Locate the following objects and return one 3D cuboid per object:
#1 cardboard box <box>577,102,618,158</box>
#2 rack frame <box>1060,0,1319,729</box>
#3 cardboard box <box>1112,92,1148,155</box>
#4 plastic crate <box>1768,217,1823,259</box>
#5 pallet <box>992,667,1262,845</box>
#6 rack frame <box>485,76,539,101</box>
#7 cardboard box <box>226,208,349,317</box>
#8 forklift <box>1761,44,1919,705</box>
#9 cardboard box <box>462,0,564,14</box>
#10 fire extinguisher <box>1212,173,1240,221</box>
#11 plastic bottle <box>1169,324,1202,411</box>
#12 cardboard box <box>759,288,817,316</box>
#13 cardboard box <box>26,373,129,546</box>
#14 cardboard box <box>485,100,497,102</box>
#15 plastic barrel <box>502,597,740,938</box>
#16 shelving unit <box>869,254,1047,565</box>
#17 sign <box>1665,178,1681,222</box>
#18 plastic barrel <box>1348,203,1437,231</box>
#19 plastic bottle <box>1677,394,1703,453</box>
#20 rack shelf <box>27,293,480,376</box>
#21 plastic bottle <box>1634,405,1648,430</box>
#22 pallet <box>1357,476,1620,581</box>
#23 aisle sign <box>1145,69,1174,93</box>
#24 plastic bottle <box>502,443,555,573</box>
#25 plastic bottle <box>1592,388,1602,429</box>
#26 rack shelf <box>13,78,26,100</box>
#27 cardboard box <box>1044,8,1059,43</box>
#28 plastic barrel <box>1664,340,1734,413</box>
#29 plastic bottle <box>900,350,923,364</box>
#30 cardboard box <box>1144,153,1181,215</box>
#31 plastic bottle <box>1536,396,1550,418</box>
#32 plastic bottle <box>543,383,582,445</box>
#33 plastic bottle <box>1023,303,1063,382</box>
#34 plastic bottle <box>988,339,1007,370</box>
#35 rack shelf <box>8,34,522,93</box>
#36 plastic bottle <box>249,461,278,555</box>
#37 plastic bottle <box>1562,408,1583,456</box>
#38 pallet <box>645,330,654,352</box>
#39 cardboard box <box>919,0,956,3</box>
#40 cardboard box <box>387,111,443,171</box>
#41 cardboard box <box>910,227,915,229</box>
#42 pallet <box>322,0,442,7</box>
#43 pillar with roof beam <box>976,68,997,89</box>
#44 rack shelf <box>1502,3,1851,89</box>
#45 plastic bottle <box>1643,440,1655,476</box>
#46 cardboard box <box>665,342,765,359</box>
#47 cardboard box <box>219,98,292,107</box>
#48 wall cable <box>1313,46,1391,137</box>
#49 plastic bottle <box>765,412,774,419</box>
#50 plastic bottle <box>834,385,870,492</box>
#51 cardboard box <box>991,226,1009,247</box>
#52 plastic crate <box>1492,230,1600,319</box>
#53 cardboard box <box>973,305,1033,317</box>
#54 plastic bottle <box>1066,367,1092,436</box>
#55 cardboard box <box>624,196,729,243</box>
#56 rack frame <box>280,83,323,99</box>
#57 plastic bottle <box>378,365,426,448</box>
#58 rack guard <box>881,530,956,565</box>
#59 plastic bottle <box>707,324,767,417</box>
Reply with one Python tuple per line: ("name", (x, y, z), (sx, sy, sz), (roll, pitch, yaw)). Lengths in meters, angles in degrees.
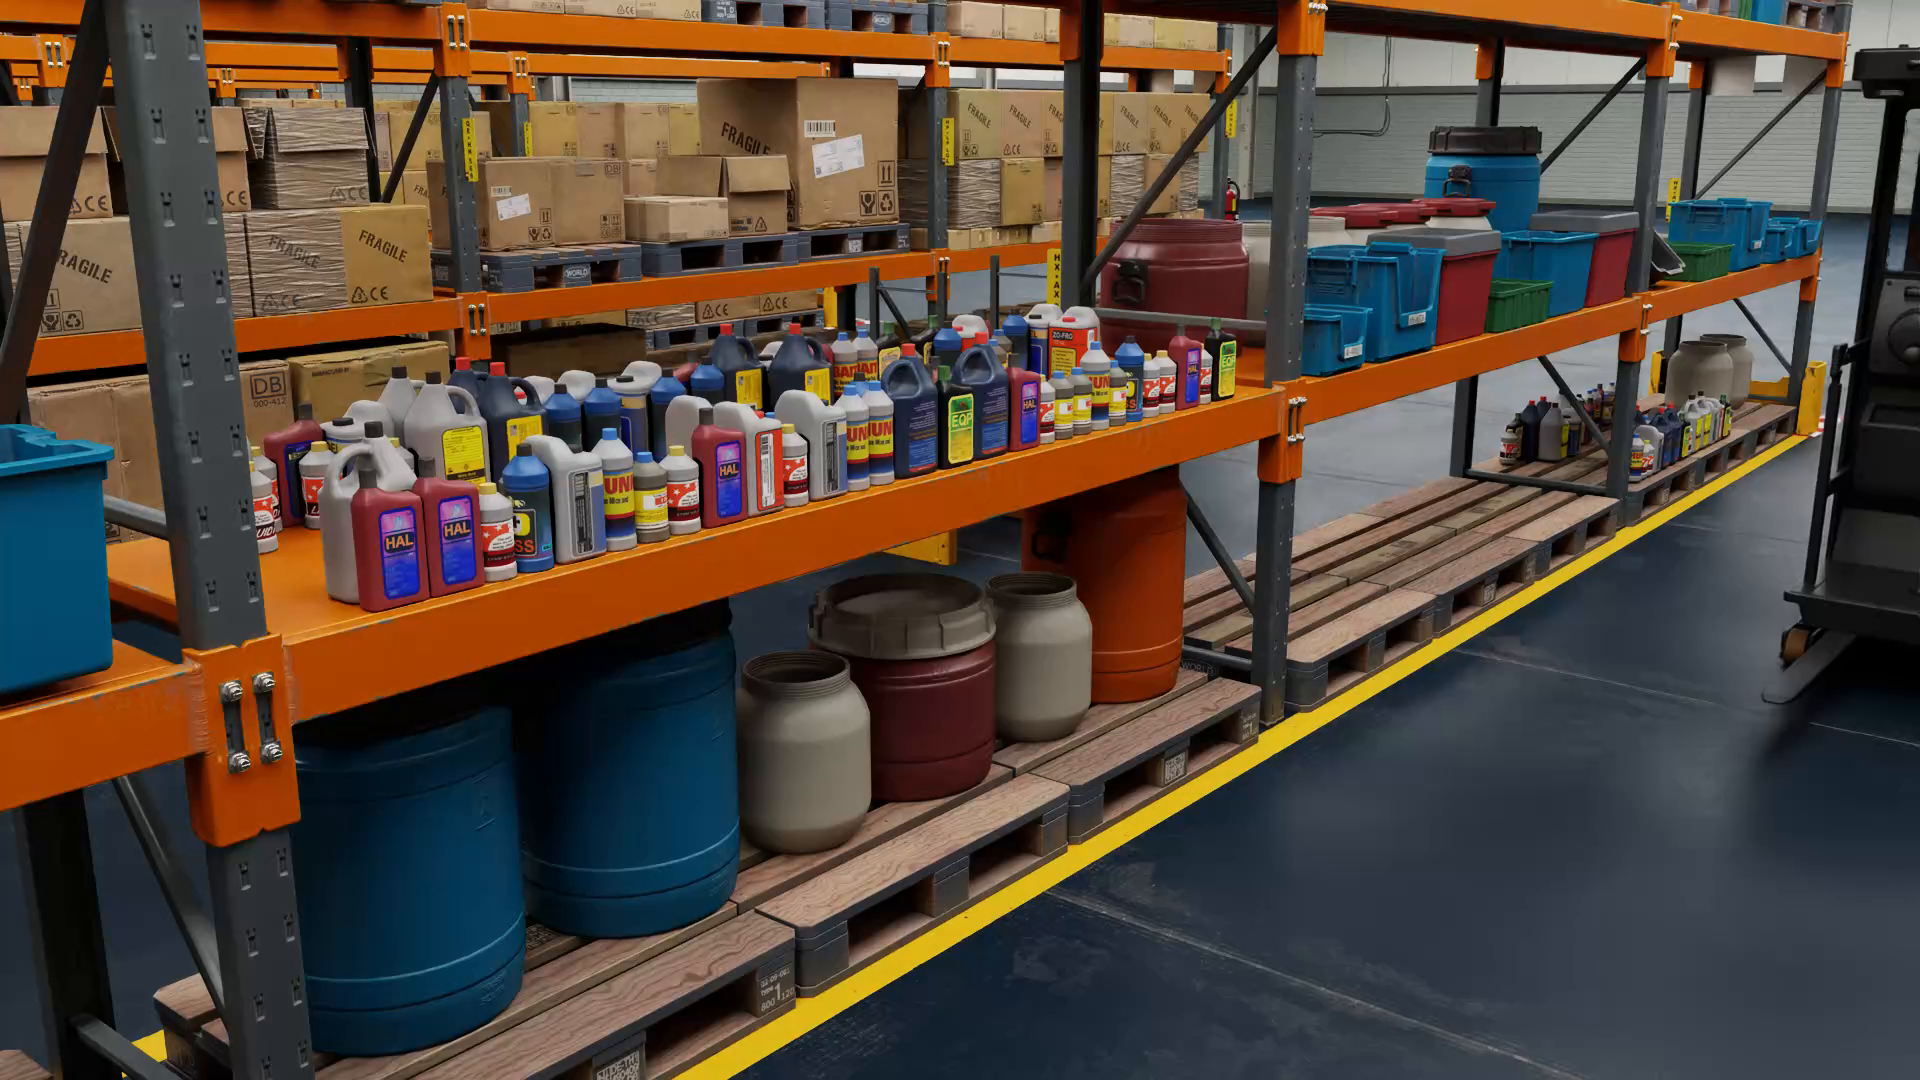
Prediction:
("cardboard box", (-3.800, -3.931, 16.007), (0.875, 0.550, 0.550), (11, 18, 38))
("rack frame", (0.819, -0.827, 6.285), (1.000, 3.000, 0.127), (11, 18, 38))
("cardboard box", (1.215, -3.467, 13.840), (0.500, 0.500, 0.500), (11, 18, 38))
("plastic crate", (5.765, -2.145, 11.775), (0.499, 0.251, 0.616), (11, 18, 38))
("pallet", (0.356, 0.682, 6.009), (1.003, 0.211, 1.213), (11, 18, 38))
("rack frame", (-5.713, -4.659, 21.370), (1.000, 3.000, 0.127), (11, 18, 38))
("cardboard box", (-3.469, -1.414, 8.395), (0.500, 0.500, 0.500), (11, 18, 37))
("forklift", (4.102, -0.865, 6.575), (1.130, 2.935, 3.031), (12, 18, 38))
("cardboard box", (-2.540, -3.025, 9.151), (0.500, 0.250, 0.500), (12, 18, 39))
("fire extinguisher", (2.425, -3.038, 15.148), (0.296, 0.674, 0.183), (11, 18, 38))
("plastic bottle", (0.752, -0.583, 5.561), (0.061, 0.283, 0.133), (11, 18, 38))
("cardboard box", (-2.174, -2.946, 18.089), (0.875, 0.875, 0.875), (11, 18, 38))
("cardboard box", (-4.600, -0.298, 7.666), (1.225, 0.875, 0.875), (10, 18, 36))
("cardboard box", (-5.864, -5.204, 20.680), (0.700, 0.500, 0.500), (11, 18, 36))
("plastic barrel", (-0.895, 0.516, 4.410), (0.600, 0.901, 0.708), (11, 18, 38))
("shelving unit", (0.048, -0.742, 8.996), (0.587, 1.500, 1.083), (11, 18, 38))
("sign", (5.422, -2.579, 12.620), (0.100, 0.325, 0.005), (11, 18, 38))
("plastic barrel", (2.100, -1.369, 8.143), (0.433, 0.535, 0.433), (0, 14, 0))
("plastic bottle", (4.549, -0.730, 10.391), (0.144, 0.351, 0.185), (11, 18, 37))
("rack shelf", (-4.290, -0.862, 7.883), (1.077, 0.370, 4.000), (11, 18, 38))
("plastic bottle", (4.051, -0.635, 10.016), (0.144, 0.351, 0.185), (11, 18, 38))
("pallet", (2.870, -0.085, 9.028), (1.003, 0.211, 1.213), (11, 18, 38))
("aisle sign", (1.800, -4.444, 15.243), (0.394, 0.787, 0.004), (11, 18, 38))
("plastic bottle", (-0.929, -0.072, 3.574), (0.097, 0.271, 0.097), (0, 14, 0))
("plastic bottle", (4.250, -0.885, 11.162), (0.097, 0.271, 0.097), (0, 14, 0))
("rack shelf", (-13.347, -5.382, 19.587), (1.077, 0.370, 4.000), (11, 18, 38))
("cardboard box", (0.612, -3.983, 12.920), (0.500, 0.250, 0.500), (10, 18, 35))
("plastic barrel", (5.178, -1.123, 11.650), (0.421, 0.512, 0.421), (0, 14, 0))
("plastic bottle", (-0.173, -0.565, 5.660), (0.097, 0.201, 0.097), (0, 14, 0))
("cardboard box", (1.407, -3.103, 14.436), (0.875, 0.500, 0.500), (11, 18, 38))
("plastic bottle", (3.634, -0.727, 10.378), (0.144, 0.351, 0.185), (10, 17, 35))
("plastic bottle", (-1.043, -0.275, 4.373), (0.097, 0.271, 0.097), (0, 14, 0))
("plastic bottle", (0.296, -0.734, 6.171), (0.152, 0.276, 0.135), (11, 18, 38))
("plastic bottle", (0.114, -0.593, 5.770), (0.097, 0.201, 0.097), (0, 14, 0))
("rack shelf", (-5.571, -3.868, 13.627), (1.077, 0.370, 4.000), (11, 18, 38))
("plastic bottle", (-1.590, -0.074, 3.726), (0.097, 0.201, 0.097), (0, 14, 0))
("plastic bottle", (3.765, -0.672, 10.316), (0.152, 0.276, 0.135), (11, 18, 38))
("pallet", (-3.775, -1.928, 16.284), (1.003, 0.211, 1.213), (11, 18, 38))
("cardboard box", (-0.075, -3.948, 11.975), (0.380, 0.149, 0.250), (11, 18, 36))
("cardboard box", (-4.943, -3.484, 14.513), (0.700, 0.500, 0.500), (11, 18, 37))
("cardboard box", (-0.448, -2.371, 12.872), (0.380, 0.149, 0.250), (11, 18, 38))
("pallet", (-3.397, -2.824, 8.439), (1.213, 0.211, 1.003), (12, 19, 40))
("pillar with roof beam", (3.947, -11.121, 34.623), (9.100, 9.000, 0.400), (11, 18, 38))
("rack shelf", (4.590, -3.081, 10.528), (1.077, 0.370, 4.000), (11, 18, 38))
("plastic bottle", (4.002, -0.482, 9.717), (0.097, 0.201, 0.097), (0, 14, 0))
("cardboard box", (-1.588, -1.051, 11.351), (0.700, 0.500, 0.500), (9, 17, 33))
("cardboard box", (-7.782, -4.621, 18.382), (0.700, 0.500, 0.500), (11, 18, 37))
("wall cable", (11.020, -12.940, 48.090), (3.097, 2.526, 0.112), (11, 18, 38))
("plastic bottle", (-0.489, -0.232, 4.346), (0.097, 0.201, 0.097), (0, 14, 0))
("plastic bottle", (-0.286, -0.268, 4.346), (0.097, 0.271, 0.097), (0, 14, 0))
("cardboard box", (0.153, -2.330, 12.713), (0.380, 0.149, 0.250), (11, 18, 38))
("plastic crate", (2.882, -1.326, 8.282), (0.392, 0.384, 0.575), (11, 18, 38))
("cardboard box", (0.446, -1.664, 13.803), (0.500, 0.500, 0.500), (9, 17, 33))
("plastic bottle", (0.359, -0.430, 5.128), (0.097, 0.201, 0.097), (0, 14, 0))
("cardboard box", (-1.801, -2.009, 10.392), (0.500, 0.250, 0.500), (11, 18, 36))
("rack frame", (-9.576, -5.426, 24.391), (1.000, 3.000, 0.127), (11, 18, 38))
("plastic bottle", (-1.372, -0.263, 4.168), (0.144, 0.351, 0.185), (11, 18, 38))
("rack guard", (-0.265, -0.040, 8.774), (0.587, 0.250, 0.087), (11, 18, 38))
("plastic bottle", (-0.679, -0.474, 4.998), (0.144, 0.351, 0.185), (11, 18, 38))
